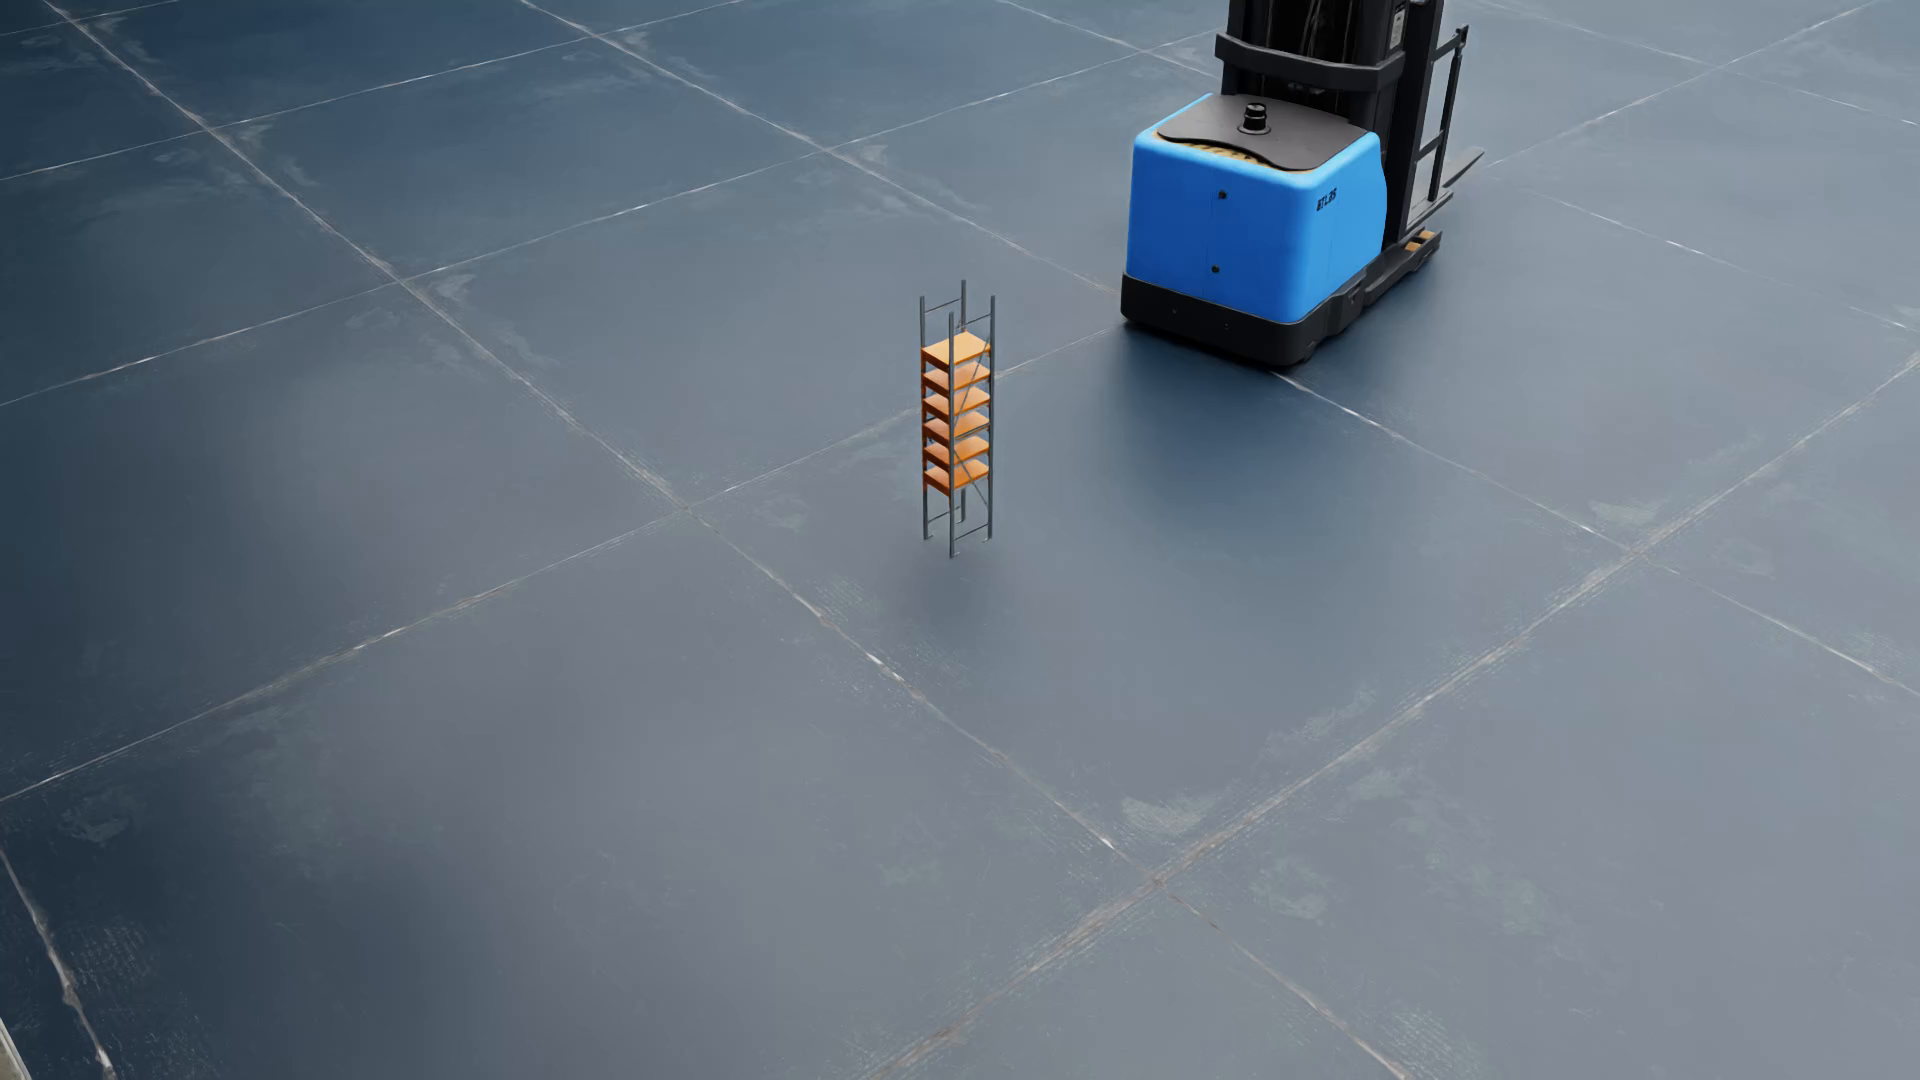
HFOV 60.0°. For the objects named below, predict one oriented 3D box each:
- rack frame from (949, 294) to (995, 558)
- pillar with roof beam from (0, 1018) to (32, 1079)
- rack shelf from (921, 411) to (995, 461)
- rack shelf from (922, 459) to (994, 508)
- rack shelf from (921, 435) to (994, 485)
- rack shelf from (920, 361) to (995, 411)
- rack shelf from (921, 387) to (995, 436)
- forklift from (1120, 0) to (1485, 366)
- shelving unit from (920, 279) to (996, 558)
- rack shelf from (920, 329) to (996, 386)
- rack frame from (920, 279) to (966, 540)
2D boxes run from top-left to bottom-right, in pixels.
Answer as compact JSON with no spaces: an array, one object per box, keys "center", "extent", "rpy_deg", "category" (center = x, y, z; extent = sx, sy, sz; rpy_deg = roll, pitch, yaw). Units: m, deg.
[{"center":[0.050,-0.456,6.987],"extent":[0.240,1.200,0.006],"rpy_deg":[-26,43,-32],"category":"rack frame"},{"center":[1.439,-2.861,3.636],"extent":[9.100,9.000,0.400],"rpy_deg":[-26,43,-32],"category":"pillar with roof beam"},{"center":[-0.009,-0.460,7.070],"extent":[0.258,0.103,0.180],"rpy_deg":[-26,43,-32],"category":"rack shelf"},{"center":[-0.009,-0.264,7.209],"extent":[0.258,0.103,0.180],"rpy_deg":[-26,43,-32],"category":"rack shelf"},{"center":[-0.009,-0.362,7.140],"extent":[0.258,0.103,0.180],"rpy_deg":[-26,43,-32],"category":"rack shelf"},{"center":[-0.009,-0.656,6.931],"extent":[0.258,0.103,0.180],"rpy_deg":[-26,43,-32],"category":"rack shelf"},{"center":[-0.009,-0.558,7.001],"extent":[0.258,0.103,0.180],"rpy_deg":[-26,43,-32],"category":"rack shelf"},{"center":[2.144,-2.890,8.926],"extent":[1.130,2.935,3.031],"rpy_deg":[23,41,29],"category":"forklift"},{"center":[-0.009,-0.496,7.045],"extent":[0.258,1.200,0.189],"rpy_deg":[-26,43,-32],"category":"shelving unit"},{"center":[-0.009,-0.754,6.862],"extent":[0.258,0.103,0.180],"rpy_deg":[-26,43,-32],"category":"rack shelf"},{"center":[-0.068,-0.536,7.102],"extent":[0.240,1.200,0.006],"rpy_deg":[-26,43,-32],"category":"rack frame"}]
